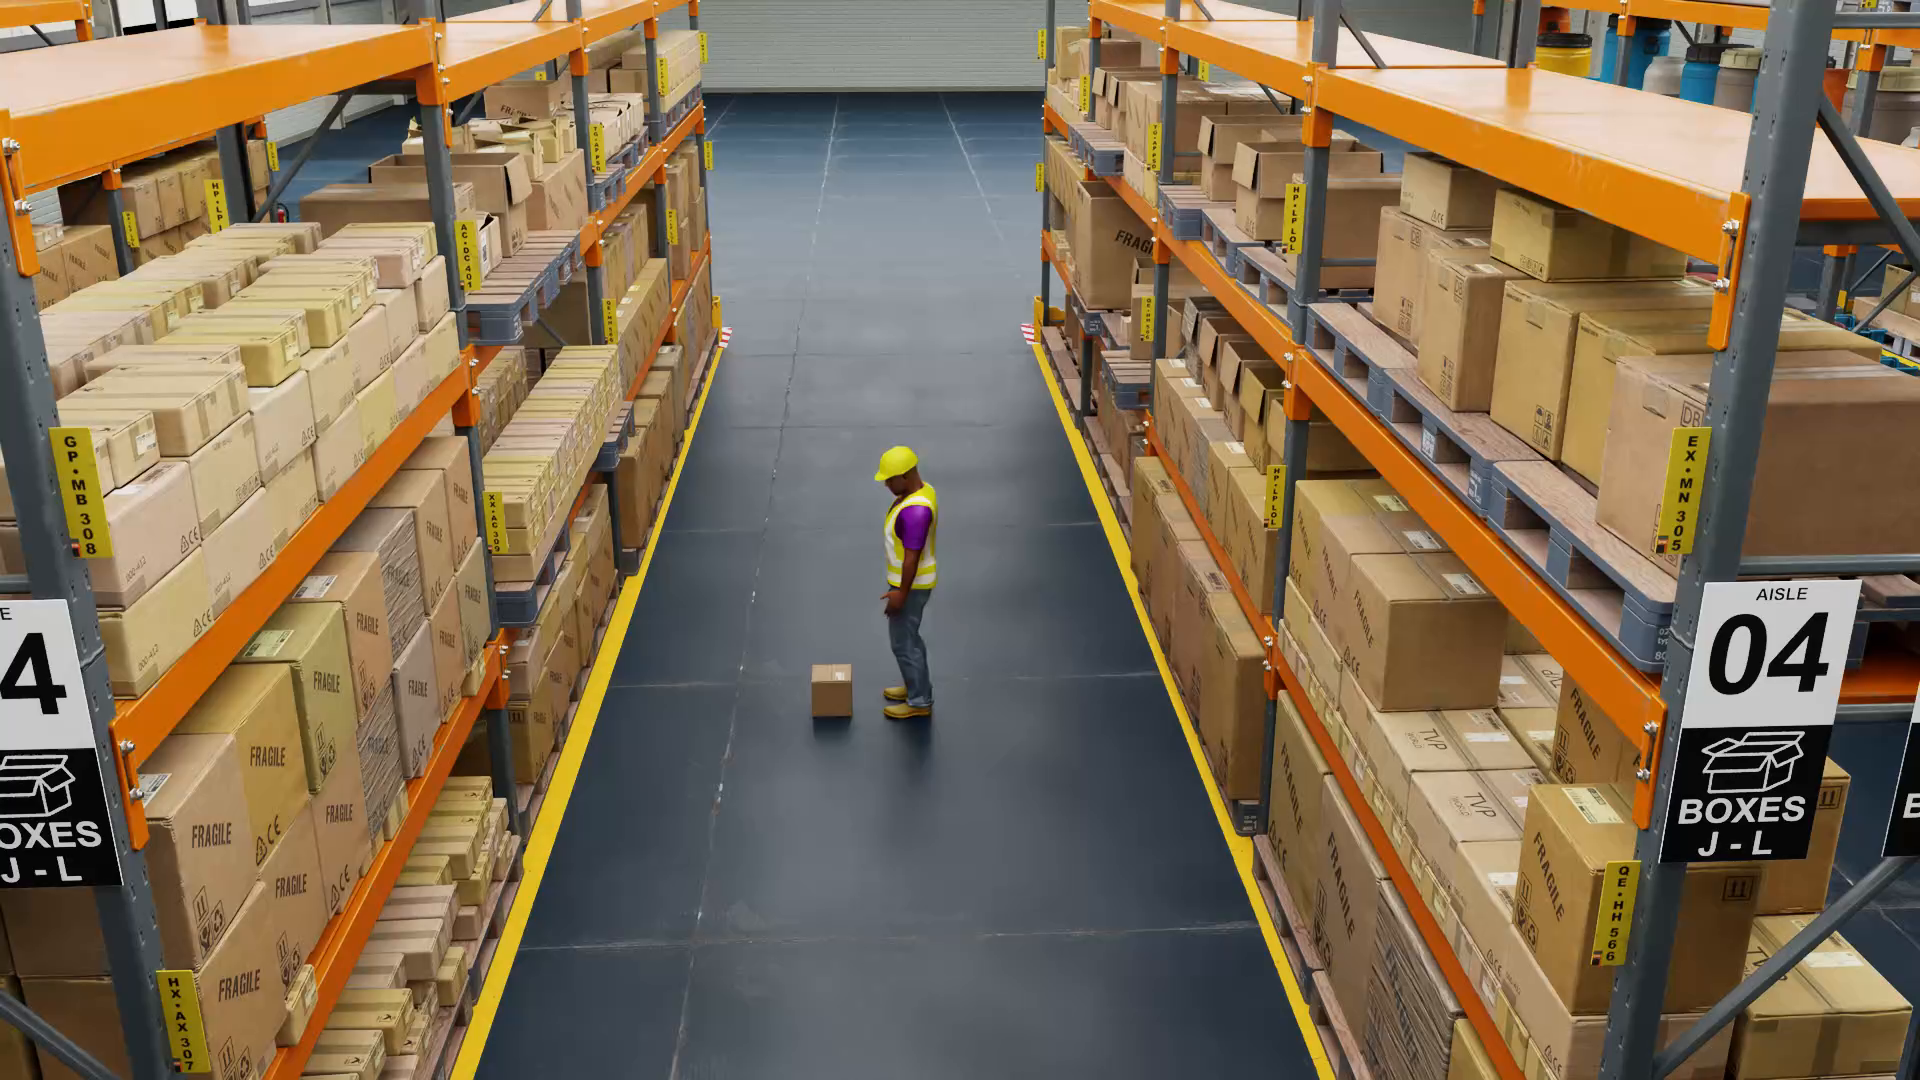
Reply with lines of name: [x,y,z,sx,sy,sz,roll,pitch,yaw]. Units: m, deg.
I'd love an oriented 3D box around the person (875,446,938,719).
person: [-0.327,0.257,10.366,0.384,1.751,0.573,-1,20,-2]
